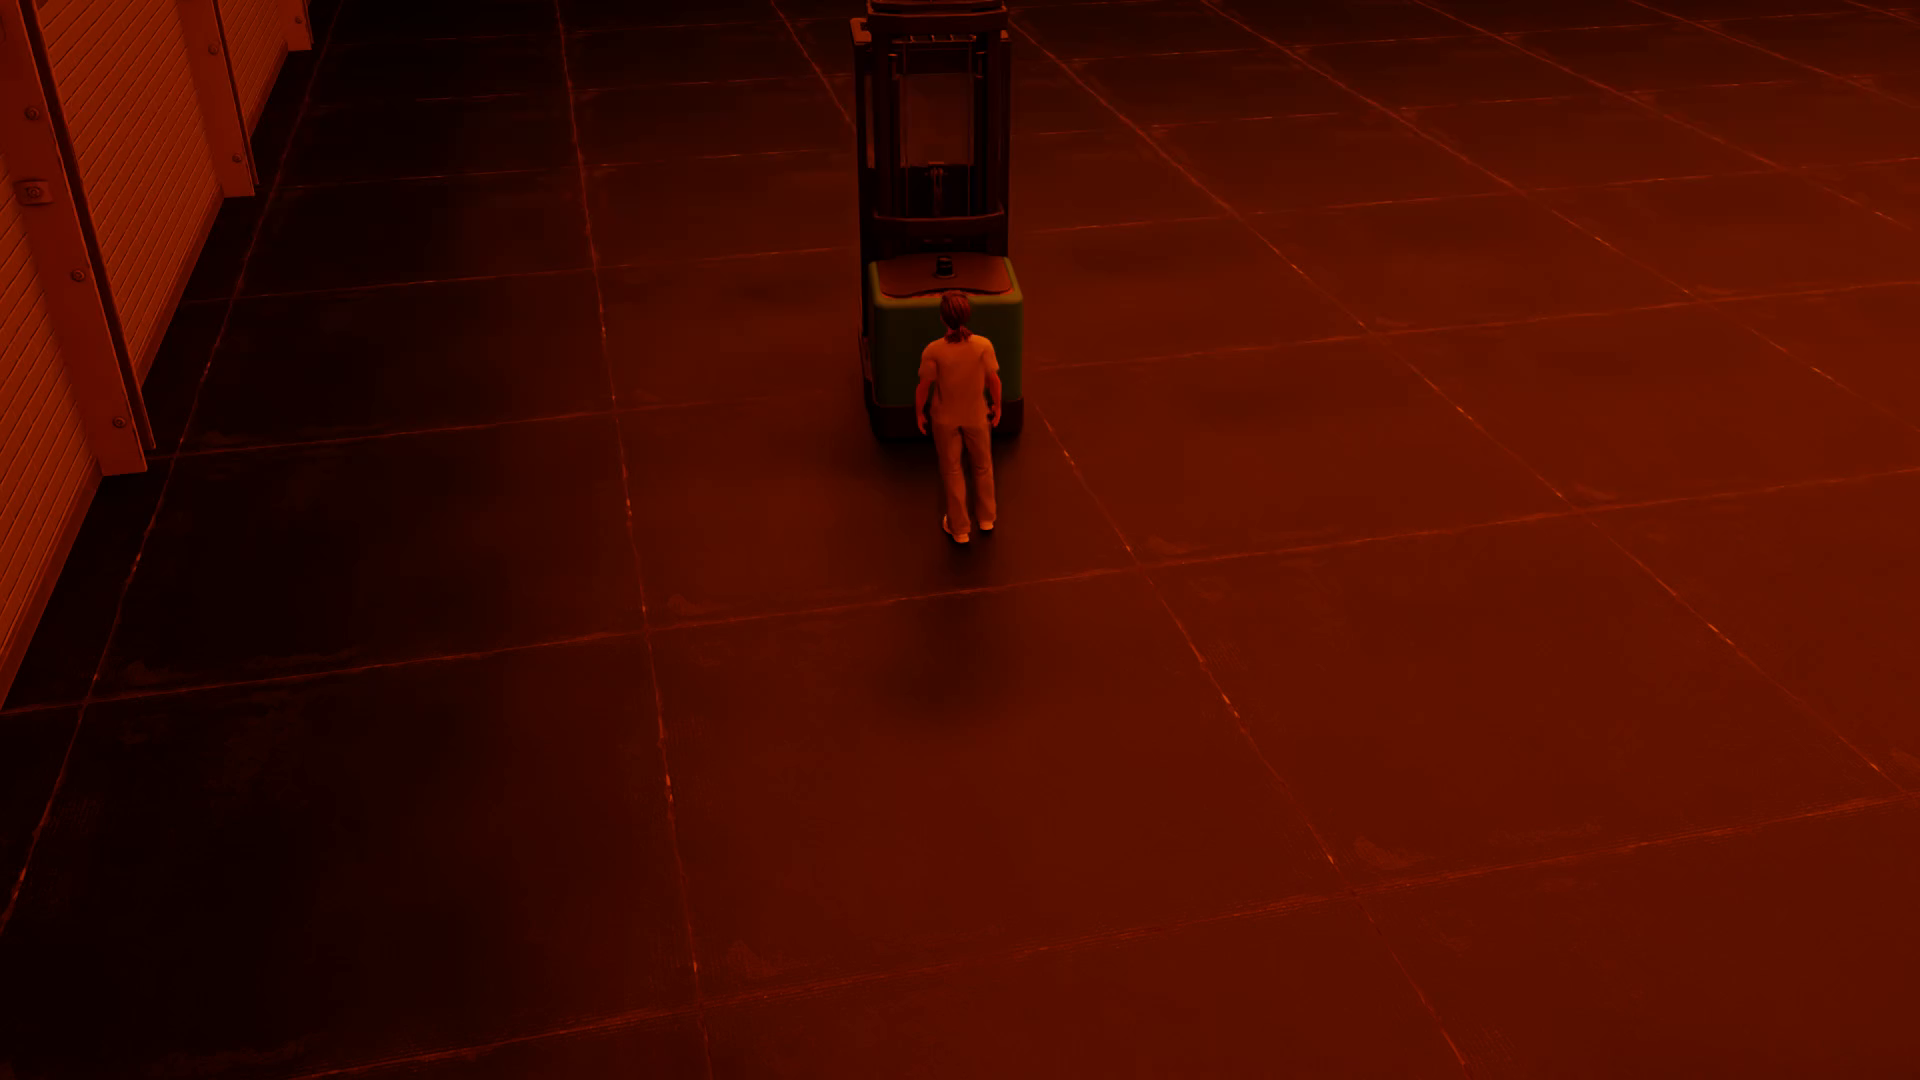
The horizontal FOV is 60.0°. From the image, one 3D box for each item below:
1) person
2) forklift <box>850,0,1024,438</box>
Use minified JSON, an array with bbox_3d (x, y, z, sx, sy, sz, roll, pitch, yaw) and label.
[{"bbox_3d":[-0.013,-0.778,10.163,0.526,1.677,0.558,-3,30,-5],"label":"person"},{"bbox_3d":[-0.215,-2.694,12.227,1.130,2.935,3.031,-3,30,-5],"label":"forklift"}]
